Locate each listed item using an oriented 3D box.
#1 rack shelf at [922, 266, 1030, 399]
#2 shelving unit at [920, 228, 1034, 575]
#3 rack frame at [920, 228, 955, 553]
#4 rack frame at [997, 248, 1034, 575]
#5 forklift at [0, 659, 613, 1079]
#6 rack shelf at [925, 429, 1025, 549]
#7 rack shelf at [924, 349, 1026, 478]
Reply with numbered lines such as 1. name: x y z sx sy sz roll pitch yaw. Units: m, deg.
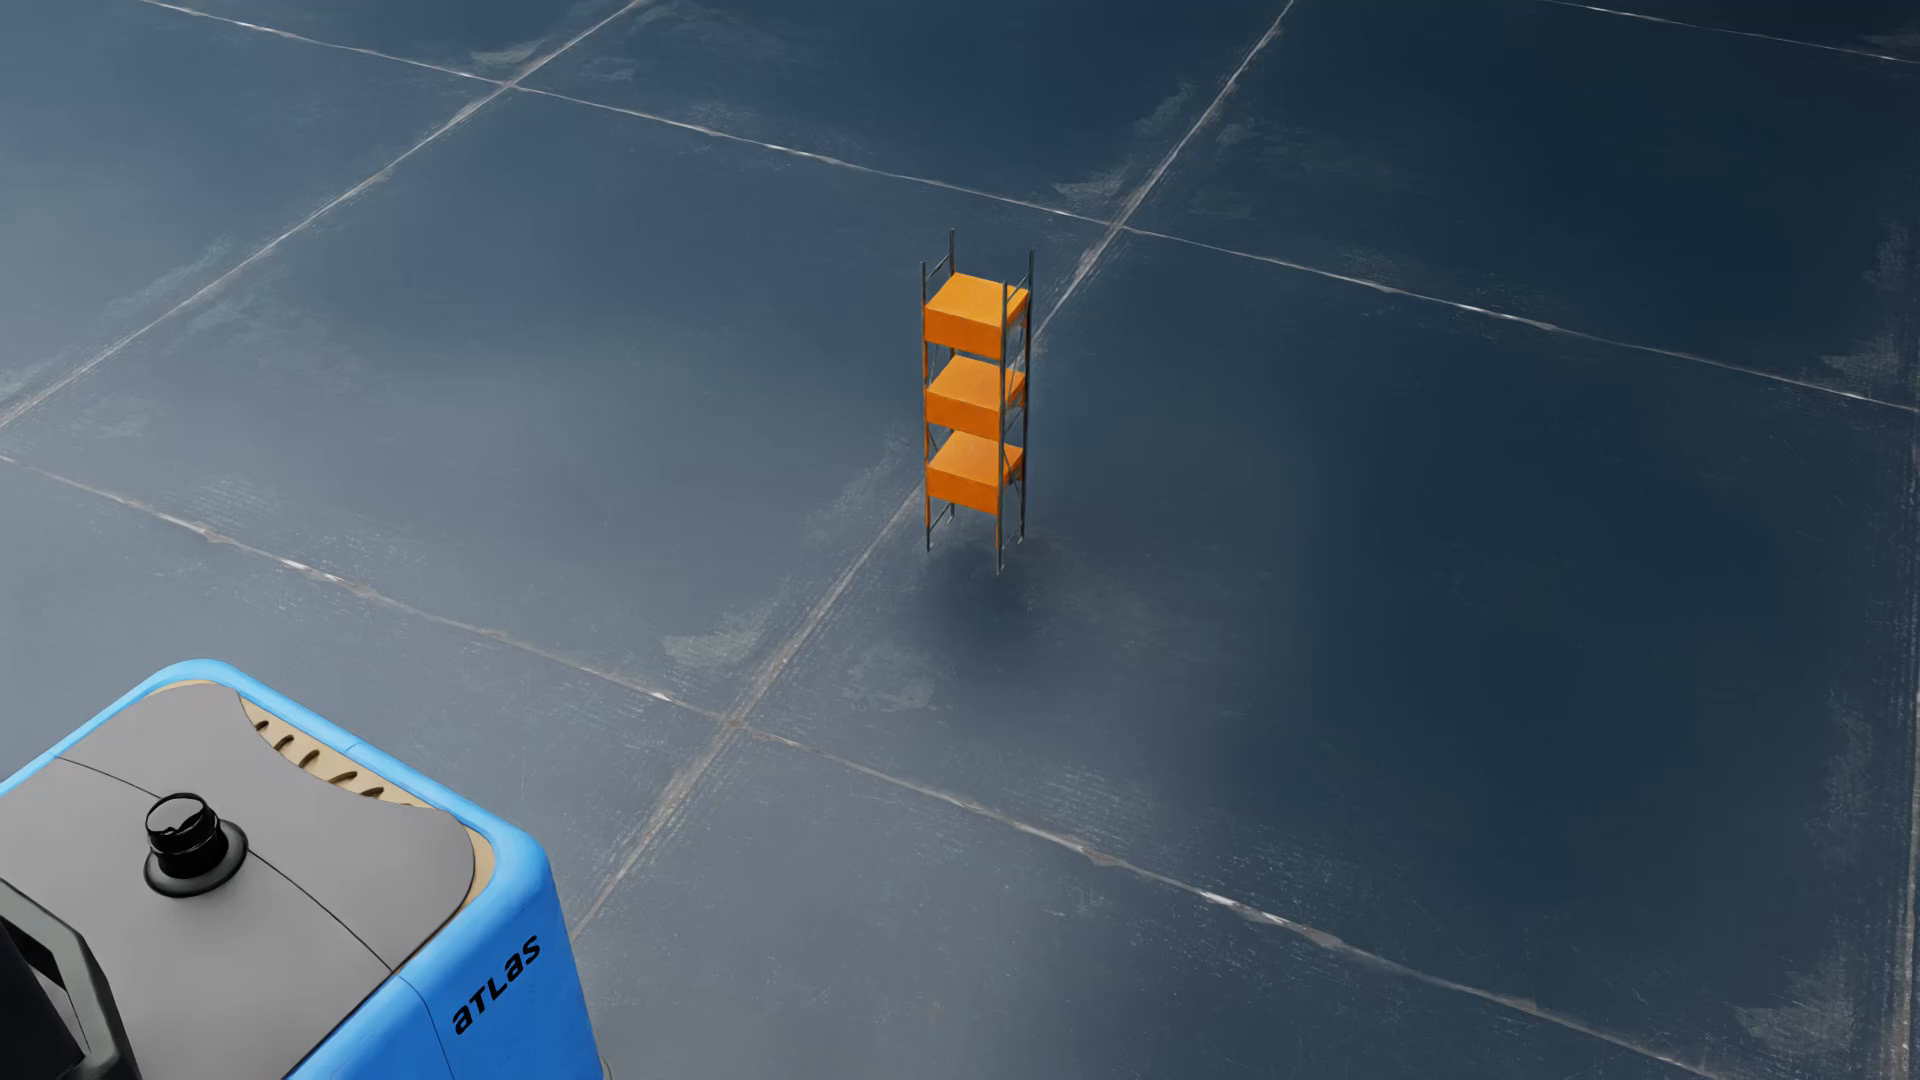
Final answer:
1. rack shelf: 0.048 -0.588 4.710 0.240 0.259 0.215 17 44 19
2. shelving unit: 0.048 -0.382 4.889 0.252 1.050 0.215 17 44 19
3. rack frame: -0.062 -0.416 4.928 0.008 1.050 0.200 17 44 19
4. rack frame: 0.159 -0.348 4.850 0.008 1.050 0.200 17 44 19
5. forklift: -1.935 0.905 1.969 1.130 2.935 3.031 22 46 24
6. rack shelf: 0.048 -0.164 5.078 0.240 0.259 0.215 17 44 19
7. rack shelf: 0.048 -0.374 4.896 0.240 0.259 0.215 17 44 19
